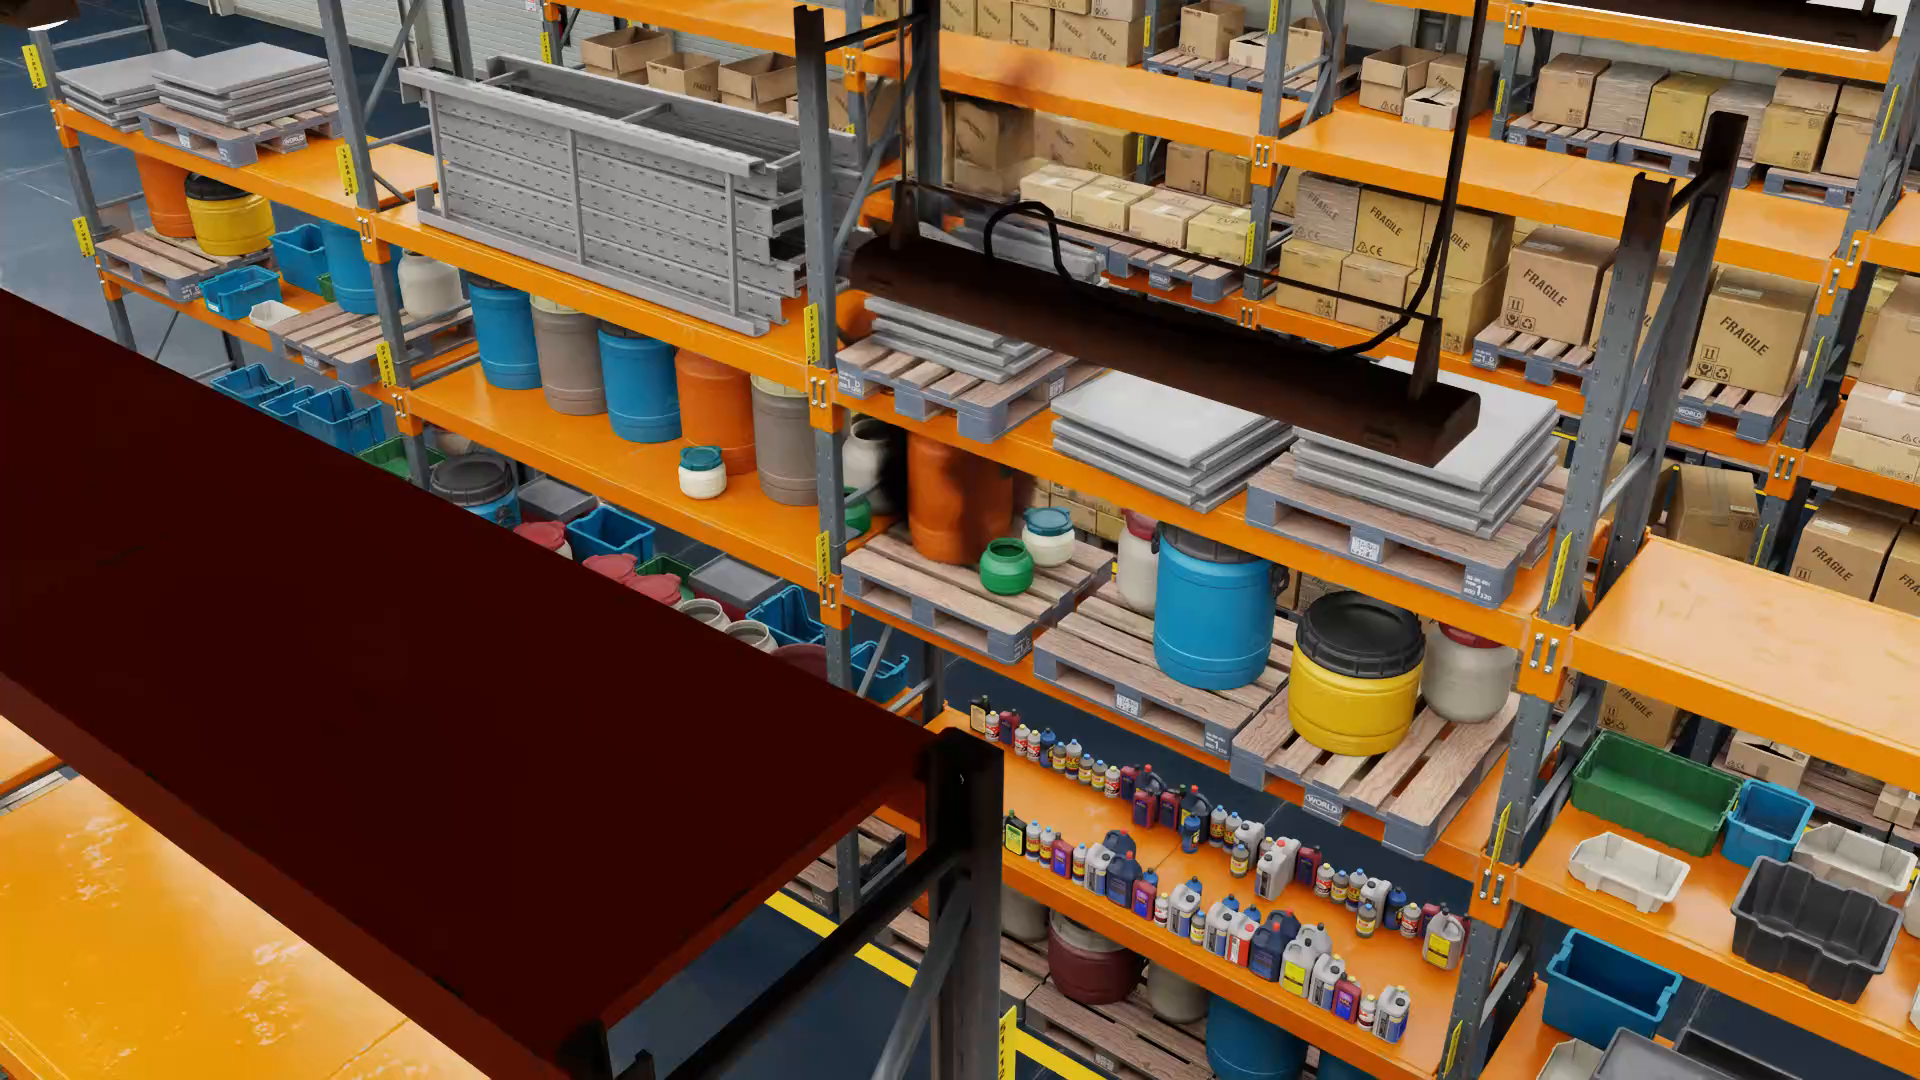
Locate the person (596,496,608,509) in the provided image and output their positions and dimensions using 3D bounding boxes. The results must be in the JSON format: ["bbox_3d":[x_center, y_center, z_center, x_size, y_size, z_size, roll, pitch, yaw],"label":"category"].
[{"bbox_3d":[-3.492,-0.706,14.876,0.597,1.624,0.596,14,34,21],"label":"person"}]

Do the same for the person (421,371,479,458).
[{"bbox_3d":[-4.545,-0.888,15.038,0.976,1.729,0.658,21,37,30],"label":"person"}]
